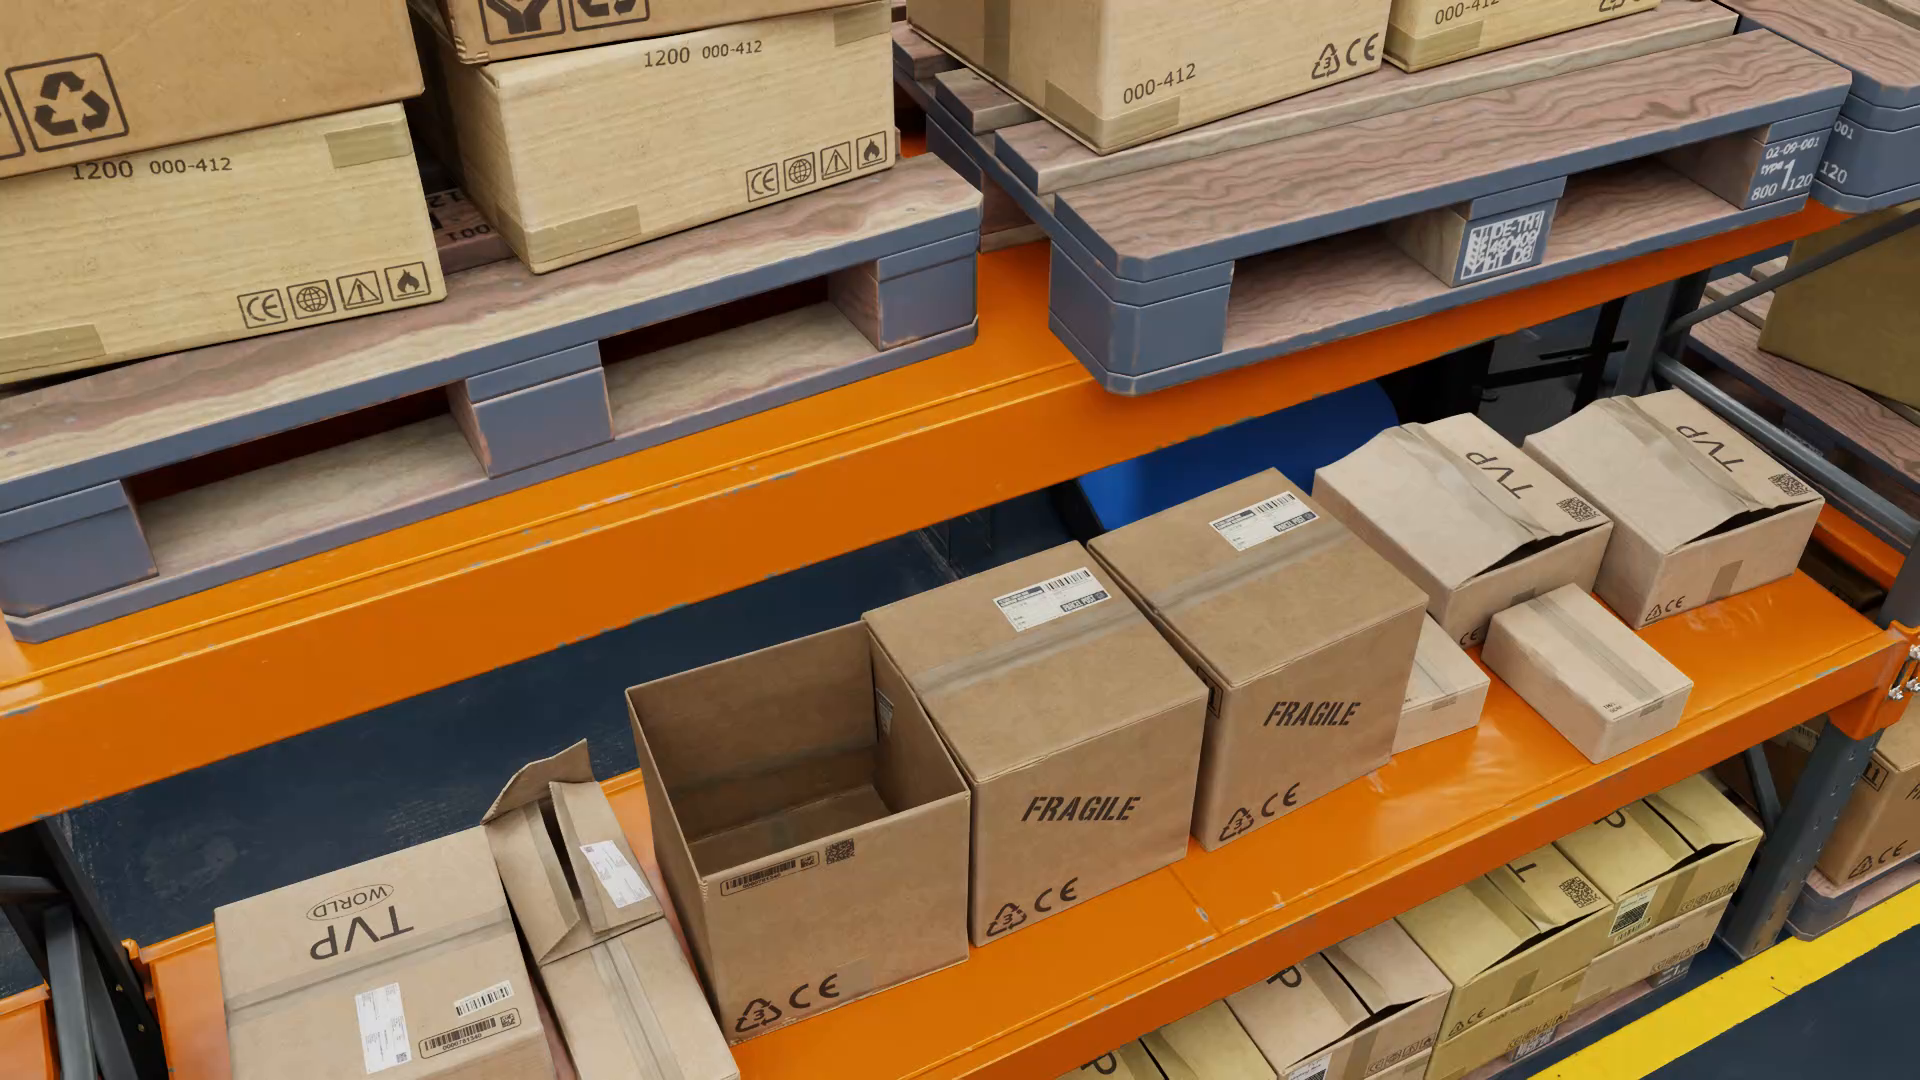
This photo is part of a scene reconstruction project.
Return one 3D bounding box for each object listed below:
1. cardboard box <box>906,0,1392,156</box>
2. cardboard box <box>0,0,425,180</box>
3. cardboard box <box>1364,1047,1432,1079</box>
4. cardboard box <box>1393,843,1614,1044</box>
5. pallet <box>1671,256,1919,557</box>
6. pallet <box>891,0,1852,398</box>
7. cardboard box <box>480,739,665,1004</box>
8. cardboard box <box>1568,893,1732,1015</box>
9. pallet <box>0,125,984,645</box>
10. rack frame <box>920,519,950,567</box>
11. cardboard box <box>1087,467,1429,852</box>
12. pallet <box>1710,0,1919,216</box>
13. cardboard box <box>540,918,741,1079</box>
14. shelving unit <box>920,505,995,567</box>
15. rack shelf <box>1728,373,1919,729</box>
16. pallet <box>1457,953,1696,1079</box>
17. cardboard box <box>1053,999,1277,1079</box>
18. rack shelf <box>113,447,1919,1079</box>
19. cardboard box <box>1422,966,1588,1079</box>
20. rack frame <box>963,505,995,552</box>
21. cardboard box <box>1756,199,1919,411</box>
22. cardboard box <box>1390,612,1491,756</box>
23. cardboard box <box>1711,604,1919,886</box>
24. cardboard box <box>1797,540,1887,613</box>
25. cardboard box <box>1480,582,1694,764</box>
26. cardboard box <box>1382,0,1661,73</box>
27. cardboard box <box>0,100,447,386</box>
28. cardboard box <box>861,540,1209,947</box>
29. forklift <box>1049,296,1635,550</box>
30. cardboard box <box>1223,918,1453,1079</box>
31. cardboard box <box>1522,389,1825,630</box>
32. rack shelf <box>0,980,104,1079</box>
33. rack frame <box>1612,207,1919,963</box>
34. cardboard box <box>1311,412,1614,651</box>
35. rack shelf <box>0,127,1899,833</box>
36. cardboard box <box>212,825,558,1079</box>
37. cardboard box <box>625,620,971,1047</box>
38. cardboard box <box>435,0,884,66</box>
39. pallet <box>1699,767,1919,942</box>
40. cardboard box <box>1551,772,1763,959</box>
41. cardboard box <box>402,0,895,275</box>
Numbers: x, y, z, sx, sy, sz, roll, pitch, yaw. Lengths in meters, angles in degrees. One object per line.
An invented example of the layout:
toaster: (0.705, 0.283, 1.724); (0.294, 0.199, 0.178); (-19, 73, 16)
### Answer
cardboard box: (0.261, -0.817, 2.363); (0.500, 0.250, 0.500); (-22, 45, -24)
cardboard box: (-0.898, -0.729, 1.678); (0.500, 0.500, 0.500); (-18, 43, -20)
cardboard box: (0.828, 1.263, 4.239); (0.500, 0.250, 0.500); (-18, 43, -20)
cardboard box: (1.276, 0.904, 4.229); (0.500, 0.311, 0.500); (-19, 44, -21)
pallet: (2.654, -0.396, 4.545); (1.003, 0.211, 1.213); (-19, 44, -21)
pallet: (0.534, -0.711, 2.592); (1.213, 0.211, 1.003); (-17, 43, -19)
cardboard box: (-0.768, 0.650, 3.264); (0.258, 0.266, 0.396); (-20, 44, -22)
cardboard box: (1.731, 0.959, 4.599); (0.500, 0.250, 0.500); (-18, 43, -20)
pallet: (-0.687, -0.376, 2.199); (1.217, 0.209, 0.805); (-20, 44, -22)
rack frame: (-0.094, -0.426, 5.825); (0.006, 1.200, 0.240); (-19, 44, -21)
cardboard box: (0.604, 0.245, 3.562); (0.500, 0.500, 0.500); (-21, 45, -23)
pallet: (1.524, -1.046, 2.989); (1.003, 0.211, 1.213); (-17, 43, -19)
cardboard box: (-0.583, 0.915, 3.041); (0.250, 0.149, 0.380); (-19, 44, -21)
shelving unit: (-0.013, -0.454, 5.857); (0.189, 1.200, 0.258); (-19, 44, -21)
rack shelf: (3.859, -0.549, 5.134); (4.000, 0.370, 1.077); (-19, 44, -21)
pallet: (1.337, 1.061, 4.834); (1.213, 0.211, 1.003); (-19, 44, -21)
cardboard box: (0.382, 1.202, 3.878); (0.500, 0.311, 0.500); (-17, 43, -19)
rack shelf: (0.311, 0.644, 3.724); (4.000, 0.370, 1.077); (-19, 44, -21)
cardboard box: (1.275, 1.115, 4.415); (0.500, 0.250, 0.500); (-19, 44, -21)
rack frame: (0.068, -0.481, 5.890); (0.006, 1.200, 0.240); (-19, 44, -21)
cardboard box: (2.591, -0.678, 4.327); (0.700, 0.500, 0.500); (31, 49, 31)
cardboard box: (0.980, 0.282, 3.790); (0.250, 0.149, 0.380); (-15, 43, -18)
cardboard box: (2.621, 0.587, 4.829); (0.500, 0.500, 0.500); (-17, 43, -19)
cardboard box: (2.806, 0.145, 5.351); (0.500, 0.500, 0.500); (-17, 43, -19)
cardboard box: (1.415, 0.296, 3.774); (0.250, 0.149, 0.380); (-19, 44, -21)
cardboard box: (0.739, -0.976, 2.551); (0.500, 0.250, 0.500); (-19, 44, -21)
cardboard box: (-0.912, -0.460, 1.941); (0.500, 0.250, 0.500); (-14, 42, -16)
cardboard box: (0.137, 0.402, 3.376); (0.500, 0.500, 0.500); (-19, 44, -21)
forklift: (1.842, -1.433, 5.675); (3.031, 2.935, 1.130); (-10, 41, -12)
cardboard box: (0.827, 1.053, 4.053); (0.500, 0.311, 0.500); (-19, 44, -21)
cardboard box: (1.742, -0.110, 4.127); (0.500, 0.311, 0.500); (-16, 43, -18)
rack shelf: (-3.237, 1.838, 2.314); (4.000, 0.370, 1.077); (-19, 44, -21)
rack frame: (2.085, -0.227, 4.197); (0.127, 3.000, 1.000); (-19, 44, -21)
cardboard box: (1.202, -0.037, 4.041); (0.500, 0.311, 0.500); (-19, 44, -21)
rack shelf: (0.311, -0.500, 2.755); (4.000, 0.370, 1.077); (-19, 44, -21)
cardboard box: (-1.046, 0.852, 3.038); (0.500, 0.250, 0.500); (-16, 43, -18)
cardboard box: (-0.307, 0.551, 3.199); (0.500, 0.500, 0.500); (-16, 43, -18)
cardboard box: (-0.403, -0.912, 1.895); (0.500, 0.500, 0.500); (-15, 42, -17)
pallet: (2.764, 0.636, 5.335); (1.213, 0.211, 1.003); (-19, 44, -21)
cardboard box: (1.734, 0.746, 4.417); (0.500, 0.311, 0.500); (-17, 43, -20)
cardboard box: (-0.426, -0.625, 2.136); (0.500, 0.250, 0.500); (-23, 45, -25)
